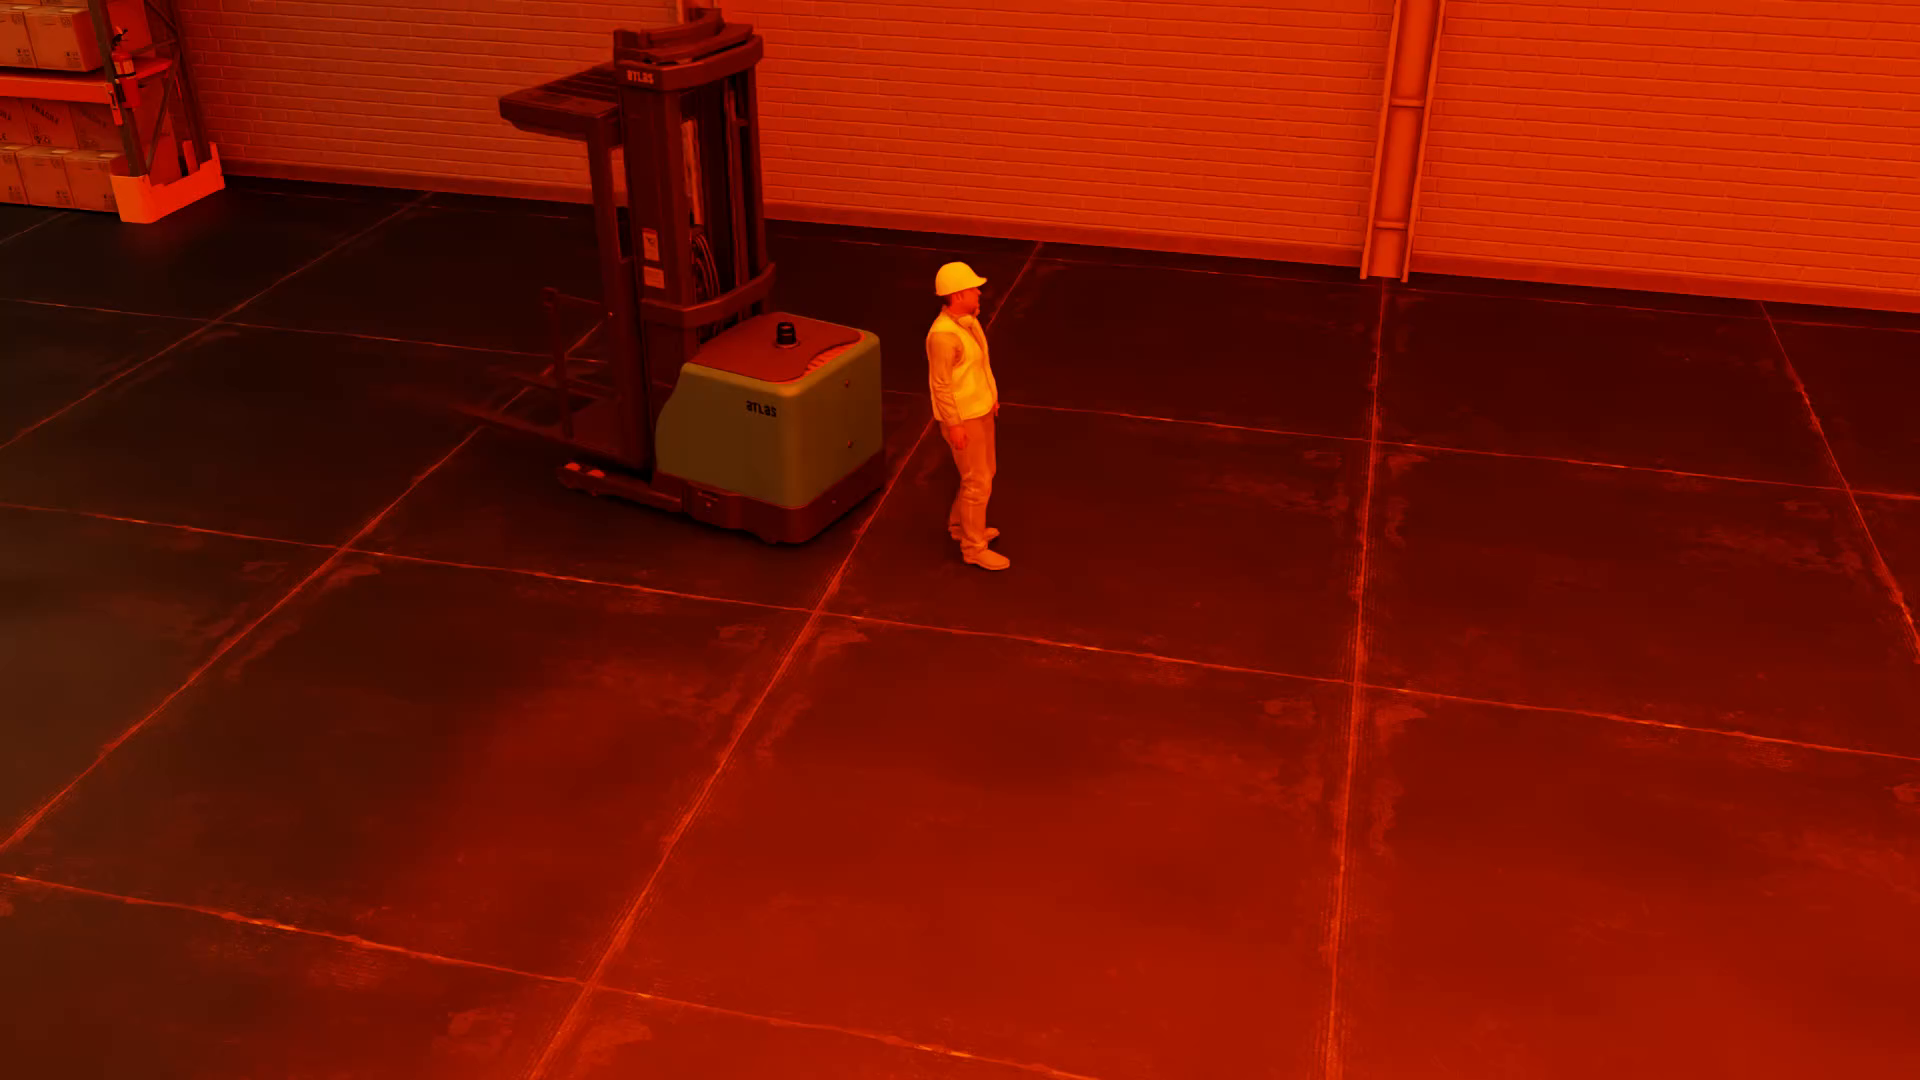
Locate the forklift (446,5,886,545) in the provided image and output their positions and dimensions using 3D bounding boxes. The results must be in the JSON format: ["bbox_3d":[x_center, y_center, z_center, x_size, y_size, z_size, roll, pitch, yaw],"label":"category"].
[{"bbox_3d":[-2.011,-1.765,10.285,3.031,2.935,1.130,16,33,25],"label":"forklift"}]

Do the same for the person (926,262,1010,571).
[{"bbox_3d":[0.100,-0.755,9.701,0.567,1.765,0.650,8,31,15],"label":"person"}]
